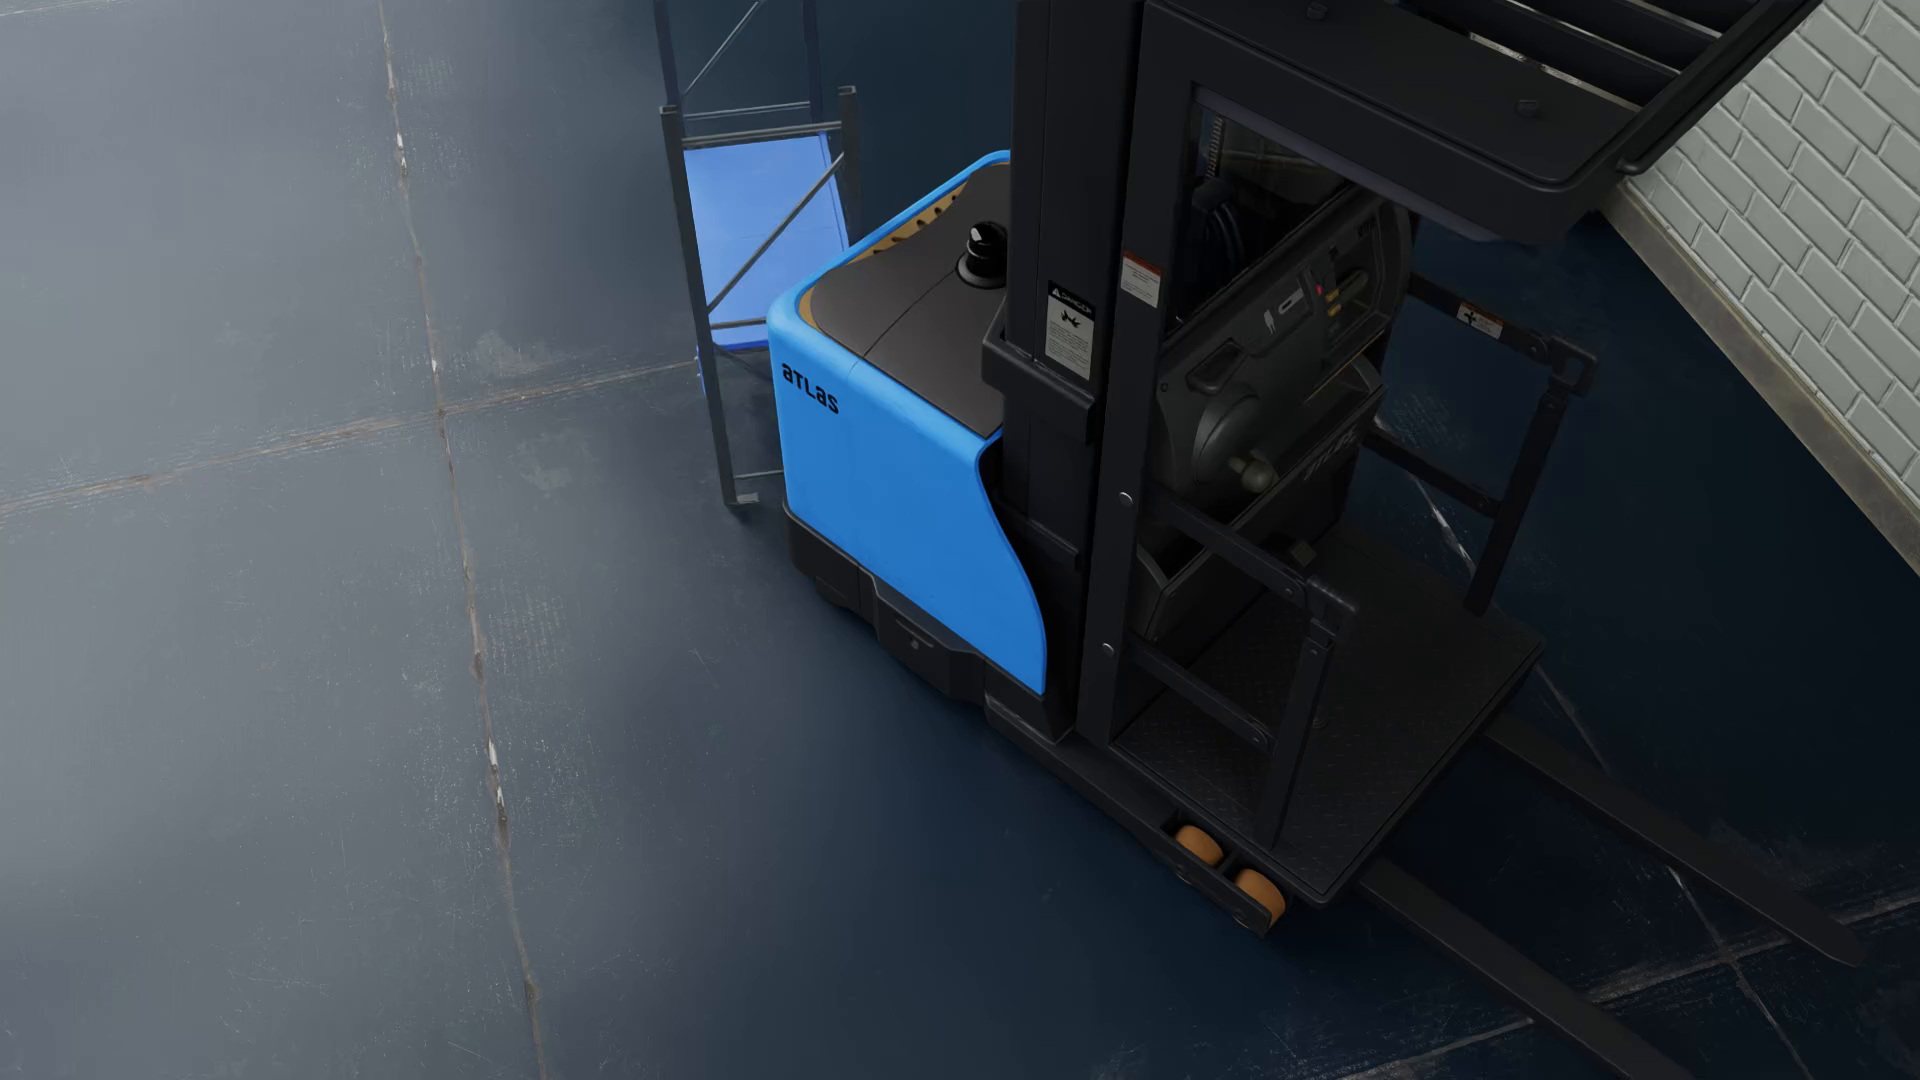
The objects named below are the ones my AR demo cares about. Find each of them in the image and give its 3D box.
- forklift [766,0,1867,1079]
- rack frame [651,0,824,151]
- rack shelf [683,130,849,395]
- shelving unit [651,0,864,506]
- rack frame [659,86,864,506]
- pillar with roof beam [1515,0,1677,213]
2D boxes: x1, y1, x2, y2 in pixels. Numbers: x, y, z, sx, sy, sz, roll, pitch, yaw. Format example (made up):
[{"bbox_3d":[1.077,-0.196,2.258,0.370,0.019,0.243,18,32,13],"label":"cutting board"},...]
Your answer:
[{"bbox_3d":[0.898,-0.377,3.651,3.031,2.935,1.130,35,58,26],"label":"forklift"},{"bbox_3d":[-0.699,-1.403,5.451,0.500,1.500,0.032,-8,50,-7],"label":"rack frame"},{"bbox_3d":[-0.606,-0.904,5.267,0.538,0.185,1.000,-8,50,-7],"label":"rack shelf"},{"bbox_3d":[-0.606,-1.020,5.129,0.538,1.500,1.048,-8,50,-7],"label":"shelving unit"},{"bbox_3d":[-0.514,-0.638,4.807,0.500,1.500,0.032,-8,50,-7],"label":"rack frame"},{"bbox_3d":[-1.862,-3.296,2.143,9.100,9.000,0.400,-13,51,-11],"label":"pillar with roof beam"}]
